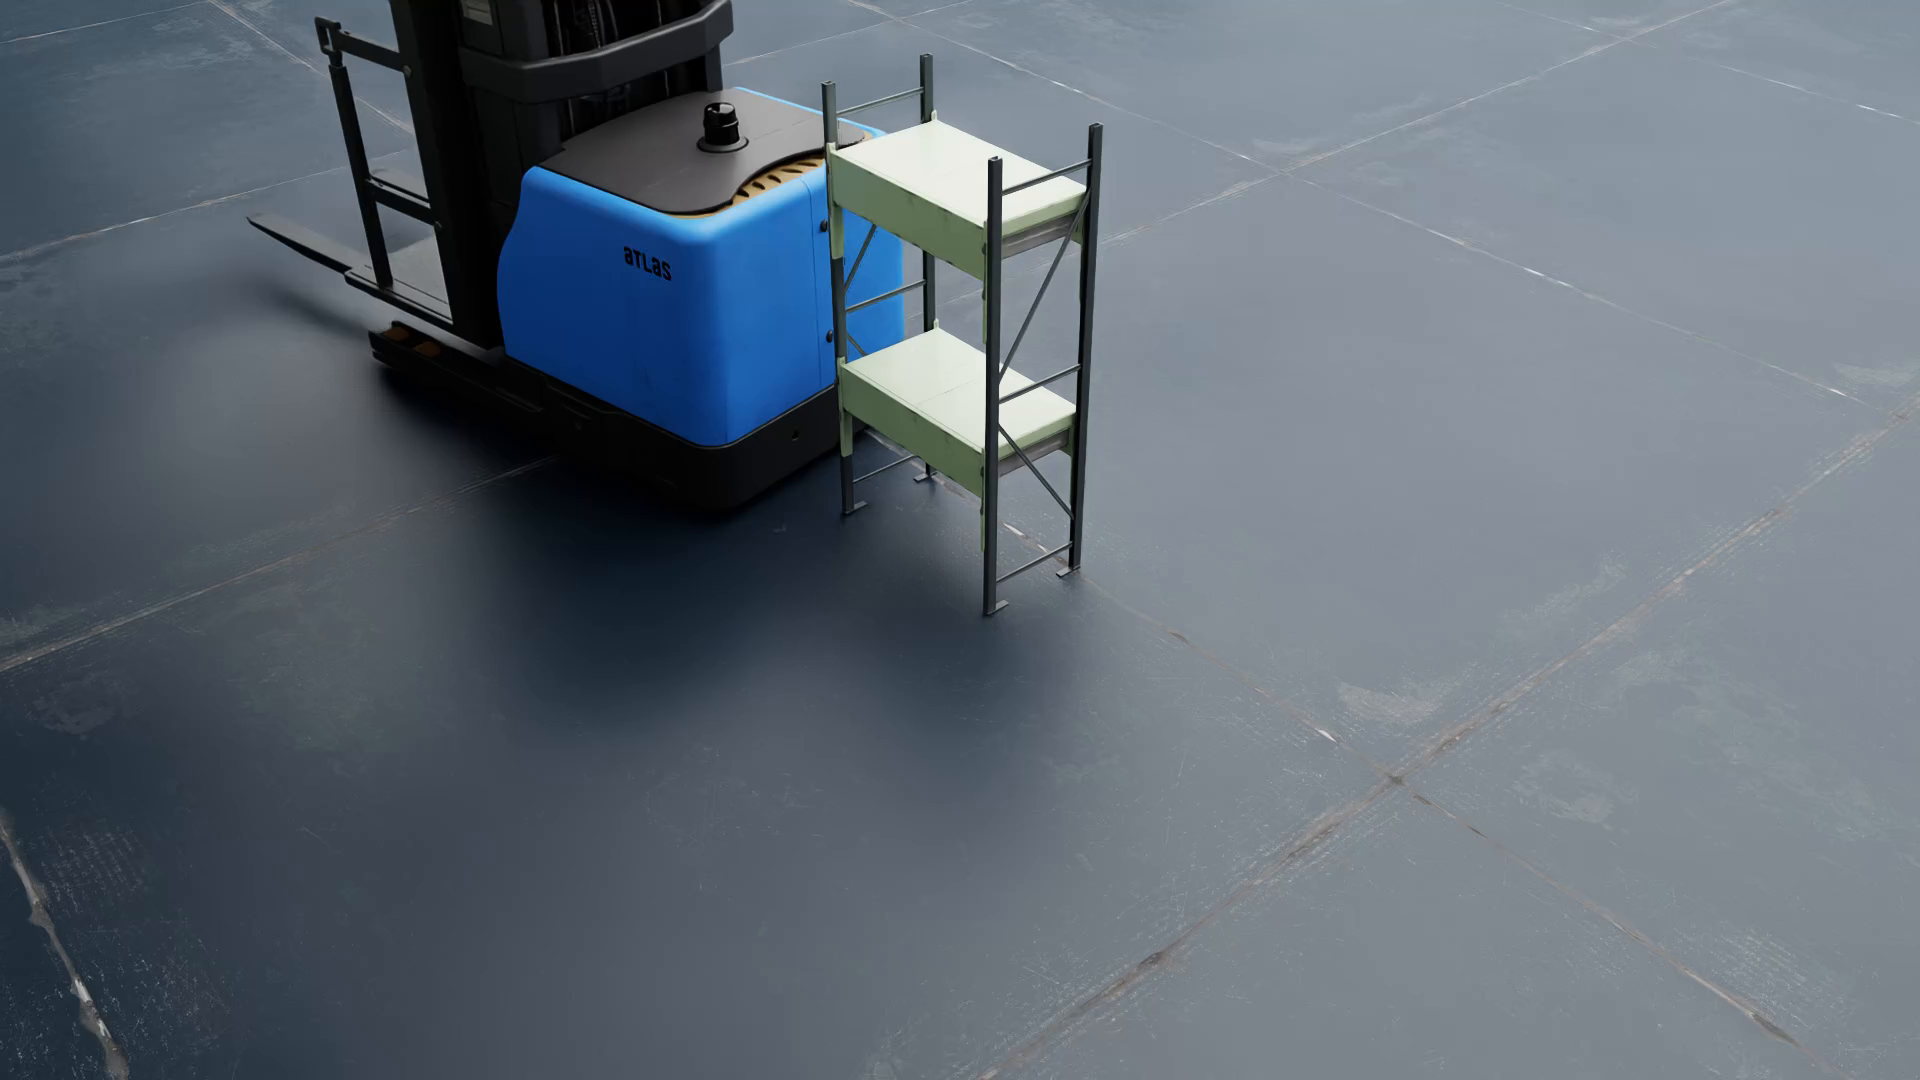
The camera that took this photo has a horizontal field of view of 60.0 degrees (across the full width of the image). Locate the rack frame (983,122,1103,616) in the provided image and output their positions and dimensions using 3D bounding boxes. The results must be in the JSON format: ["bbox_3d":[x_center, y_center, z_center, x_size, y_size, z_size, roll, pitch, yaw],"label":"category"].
[{"bbox_3d":[0.232,-0.453,4.873,0.400,1.500,0.023,-26,43,-32],"label":"rack frame"}]

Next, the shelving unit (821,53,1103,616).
[{"bbox_3d":[-0.004,-0.615,5.101,0.431,1.500,0.755,-26,43,-32],"label":"shelving unit"}]

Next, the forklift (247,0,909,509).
[{"bbox_3d":[-1.652,-1.997,5.814,3.031,2.935,1.130,25,42,31],"label":"forklift"}]

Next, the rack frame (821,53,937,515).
[{"bbox_3d":[-0.241,-0.777,5.329,0.400,1.500,0.023,-26,43,-32],"label":"rack frame"}]

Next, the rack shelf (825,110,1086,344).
[{"bbox_3d":[-0.004,-0.933,4.875,0.431,0.370,0.720,-26,43,-32],"label":"rack shelf"}]

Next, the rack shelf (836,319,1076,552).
[{"bbox_3d":[-0.004,-0.349,5.289,0.431,0.370,0.720,-26,43,-32],"label":"rack shelf"}]
